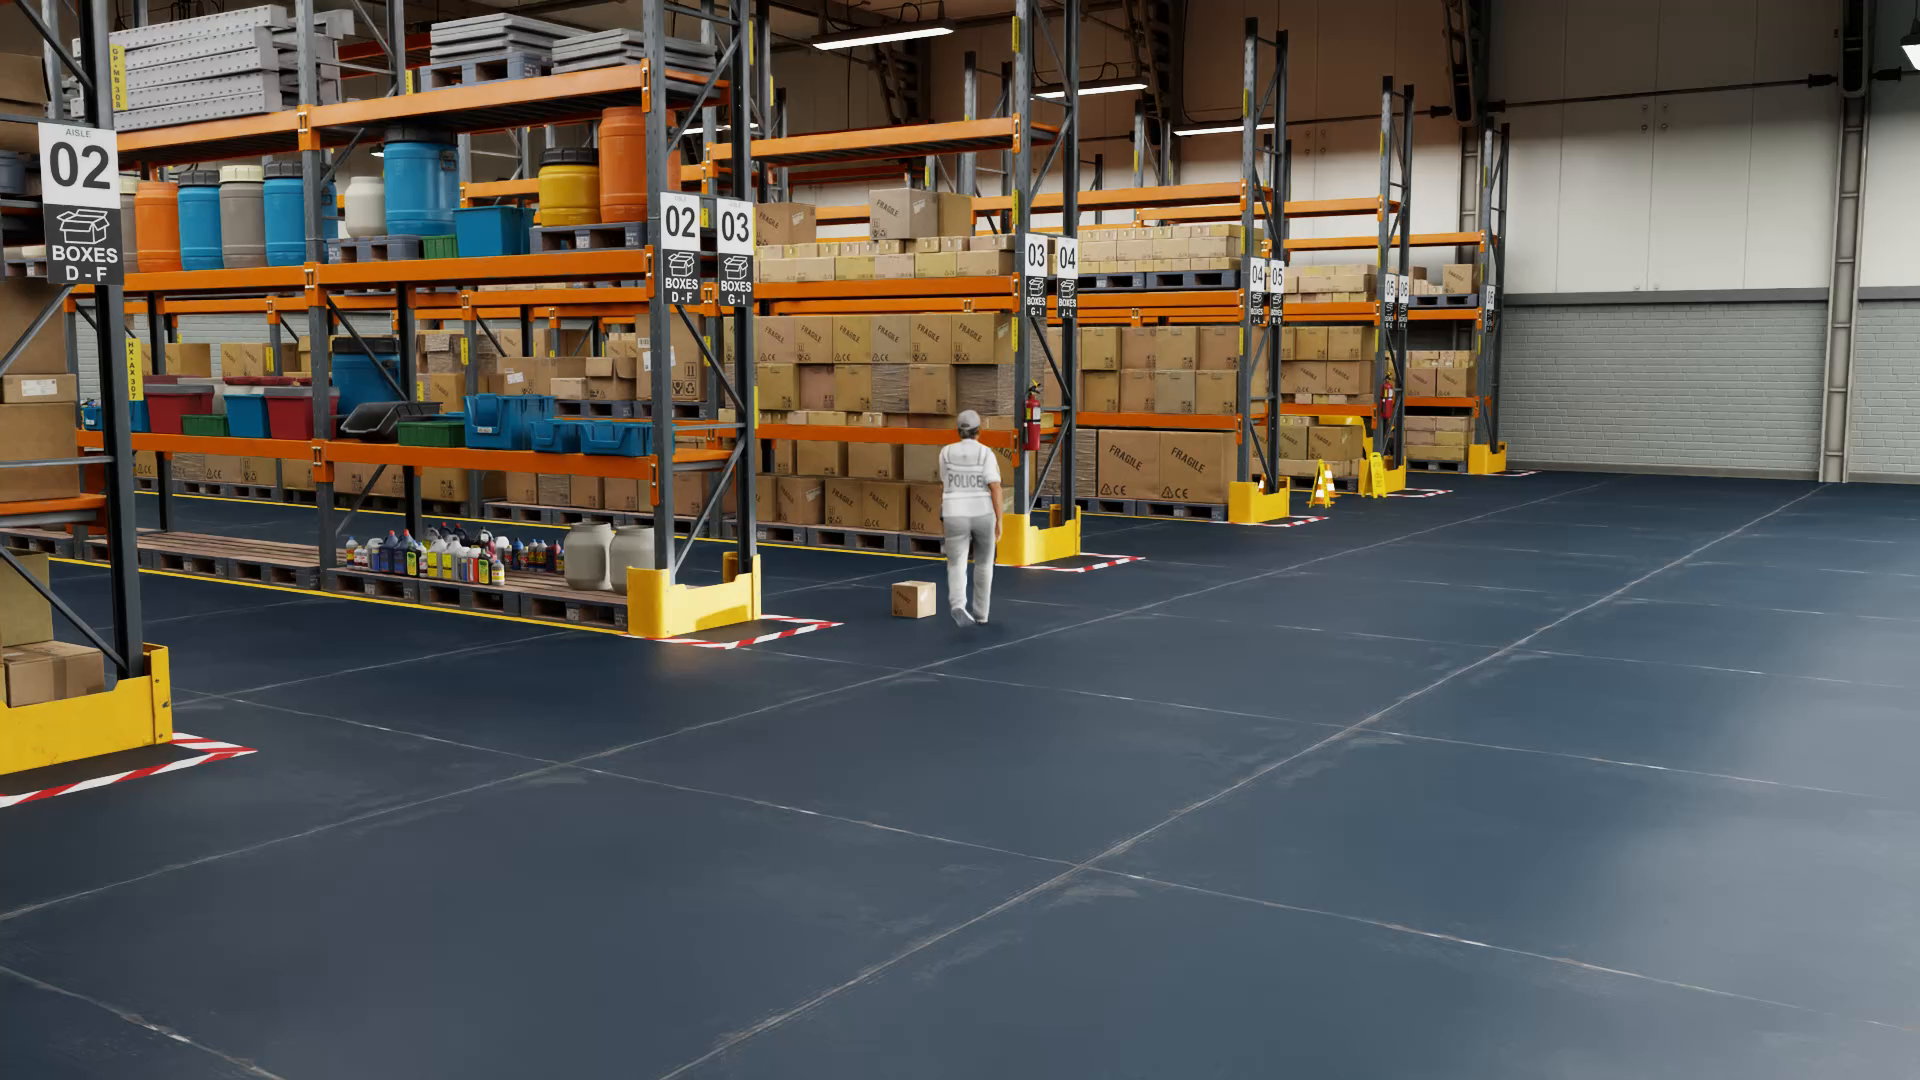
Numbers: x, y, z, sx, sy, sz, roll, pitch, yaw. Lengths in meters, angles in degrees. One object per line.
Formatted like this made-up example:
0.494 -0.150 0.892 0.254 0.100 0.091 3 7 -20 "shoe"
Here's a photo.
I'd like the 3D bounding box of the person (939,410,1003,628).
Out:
0.082 -0.153 12.396 0.485 1.620 0.922 0 6 4 "person"
